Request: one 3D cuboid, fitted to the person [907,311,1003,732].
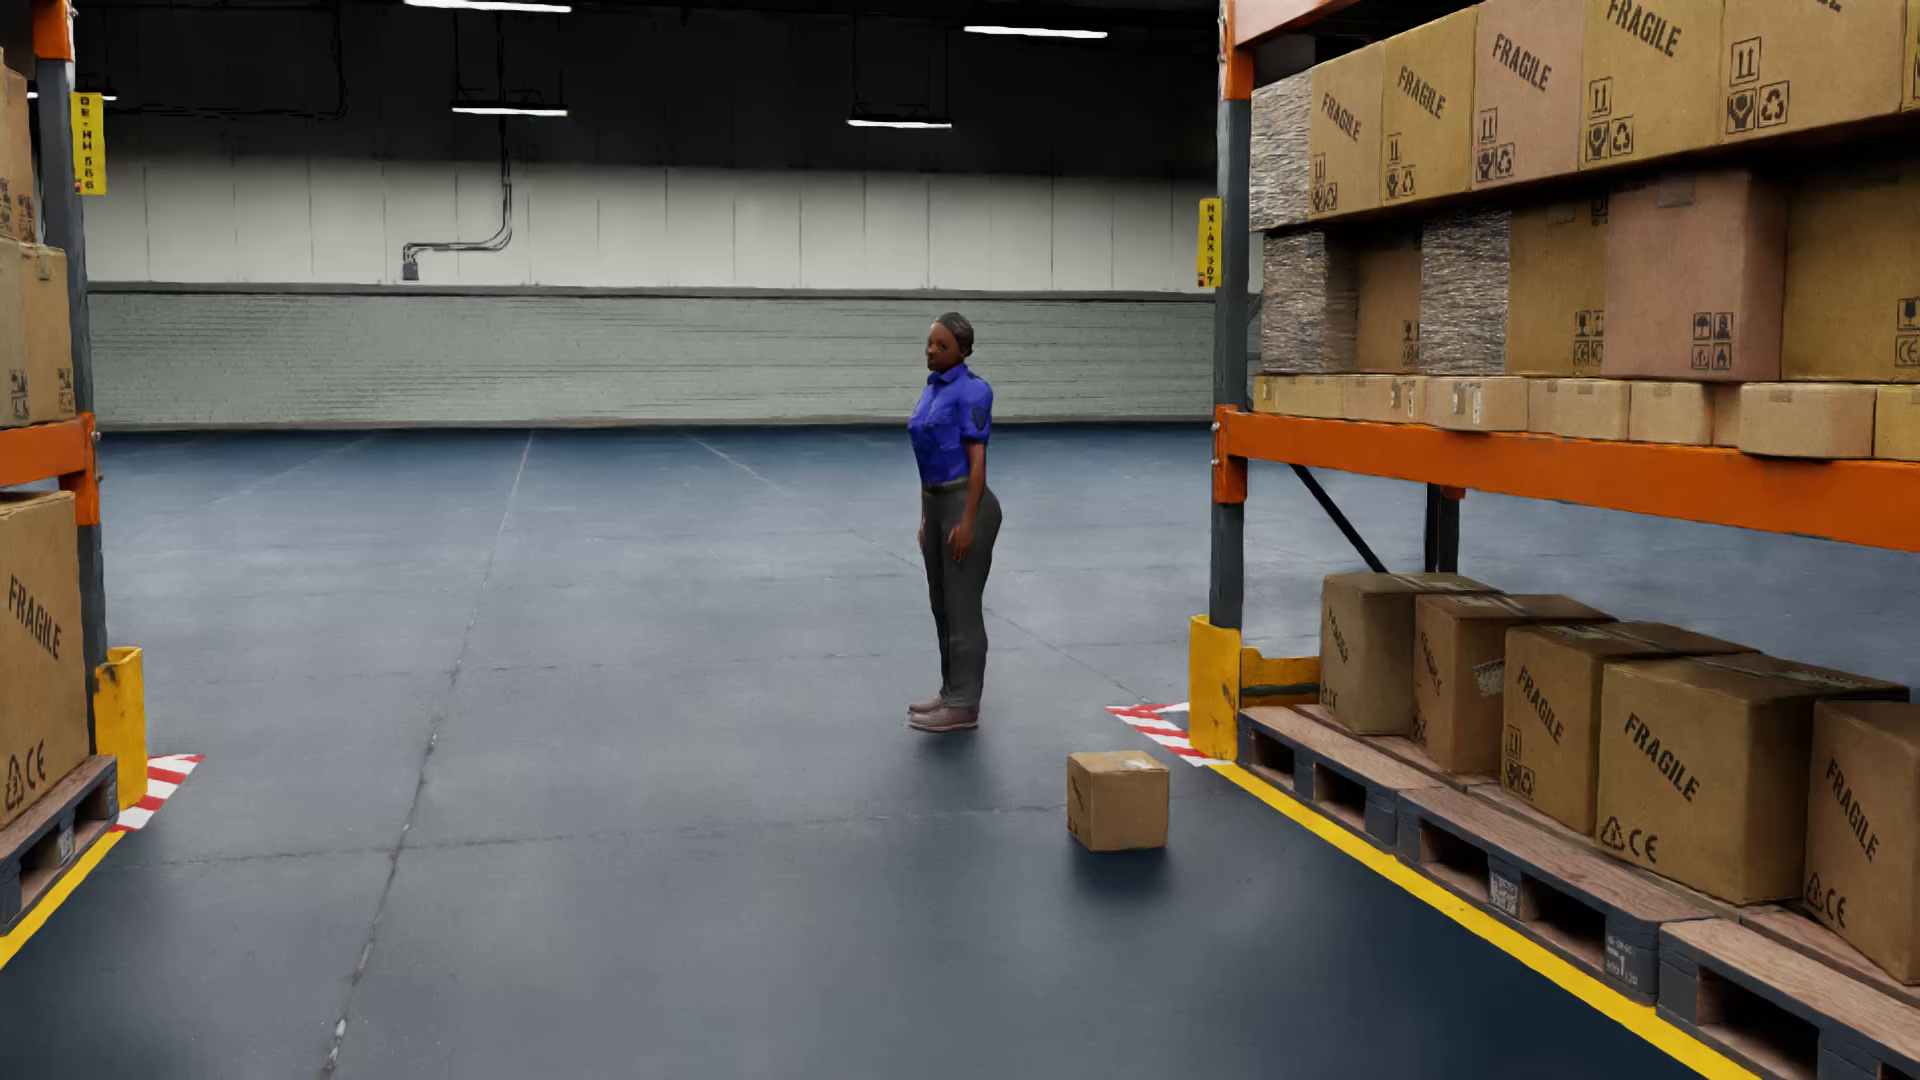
[{"bbox_3d":[-0.071,-0.074,6.652,0.437,1.666,0.532,-3,7,-28],"label":"person"}]
